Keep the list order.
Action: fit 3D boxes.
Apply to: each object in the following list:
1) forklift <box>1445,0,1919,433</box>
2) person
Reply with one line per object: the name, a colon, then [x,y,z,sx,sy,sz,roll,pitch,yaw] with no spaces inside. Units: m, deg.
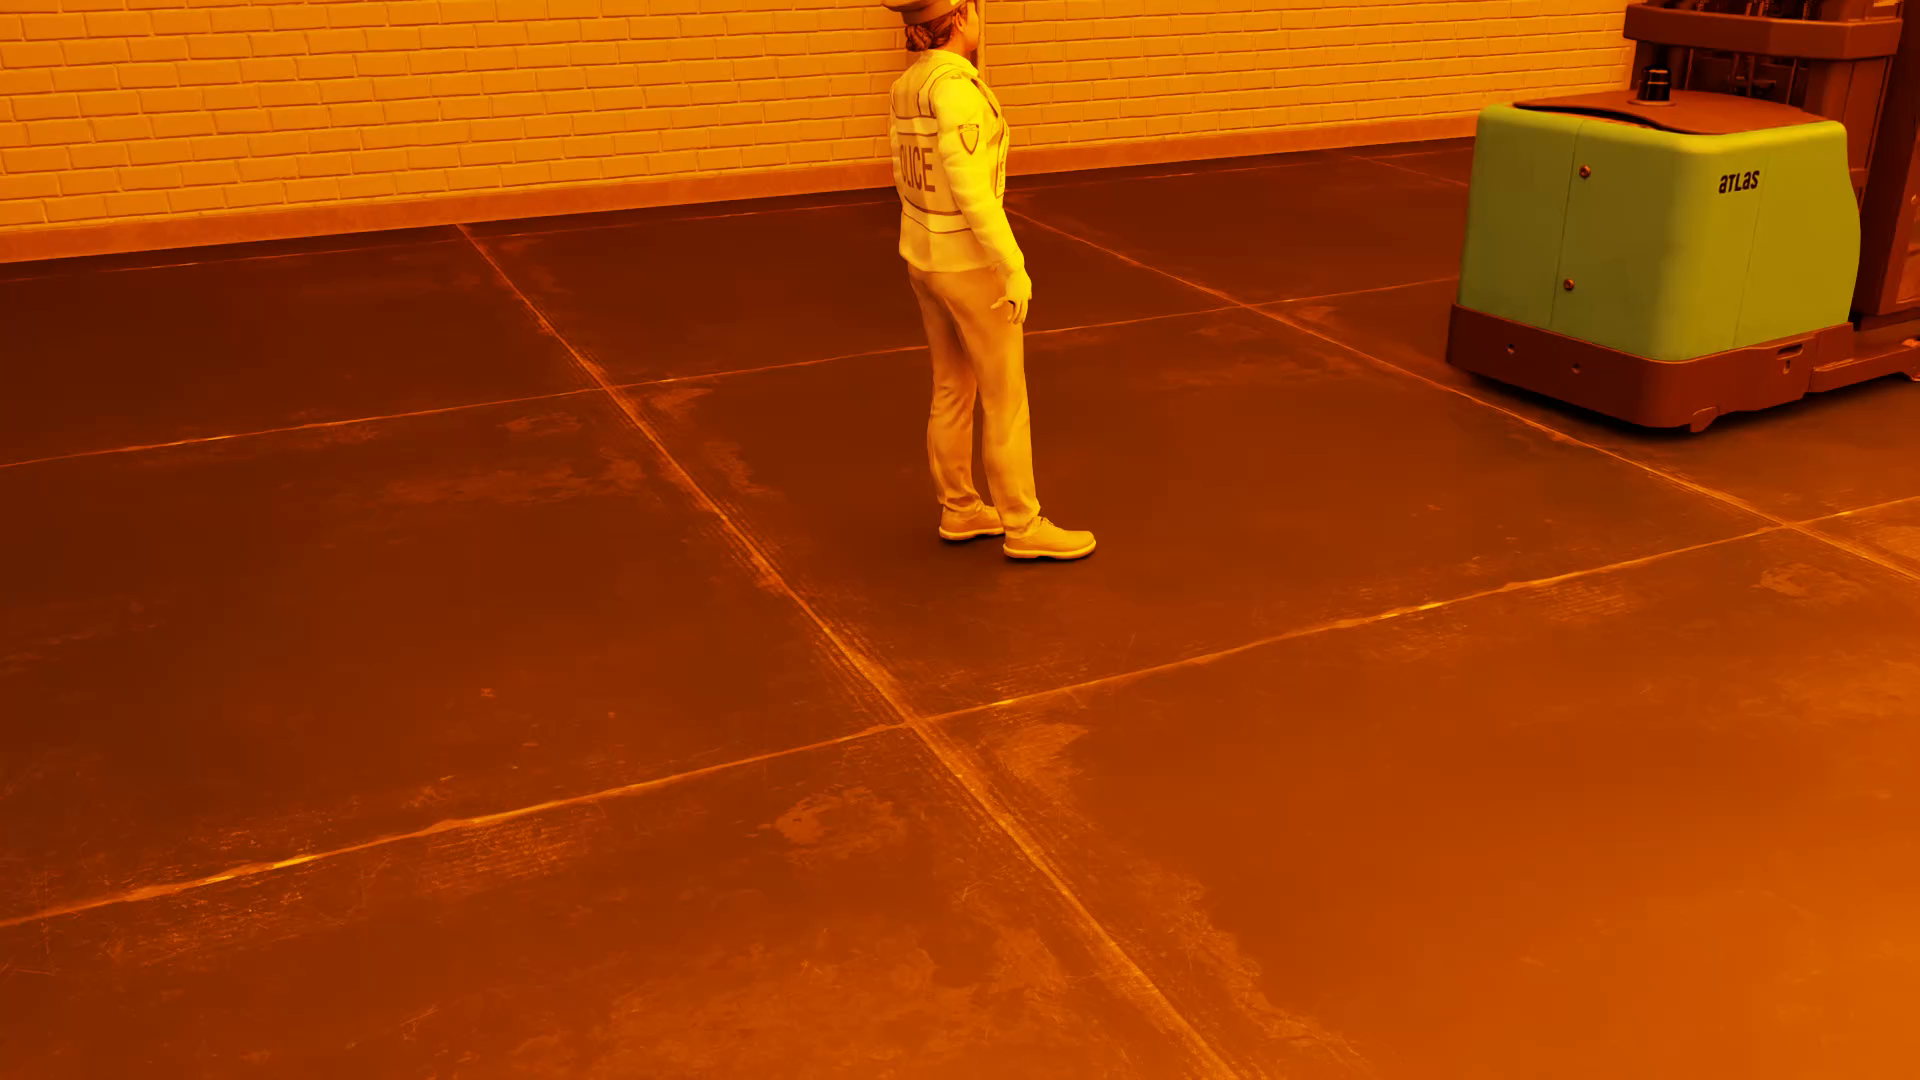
forklift: [3.460,-2.143,6.445,3.031,2.935,1.130,-13,26,-29]
person: [0.065,-0.798,4.800,0.530,1.694,0.586,-10,25,-23]
